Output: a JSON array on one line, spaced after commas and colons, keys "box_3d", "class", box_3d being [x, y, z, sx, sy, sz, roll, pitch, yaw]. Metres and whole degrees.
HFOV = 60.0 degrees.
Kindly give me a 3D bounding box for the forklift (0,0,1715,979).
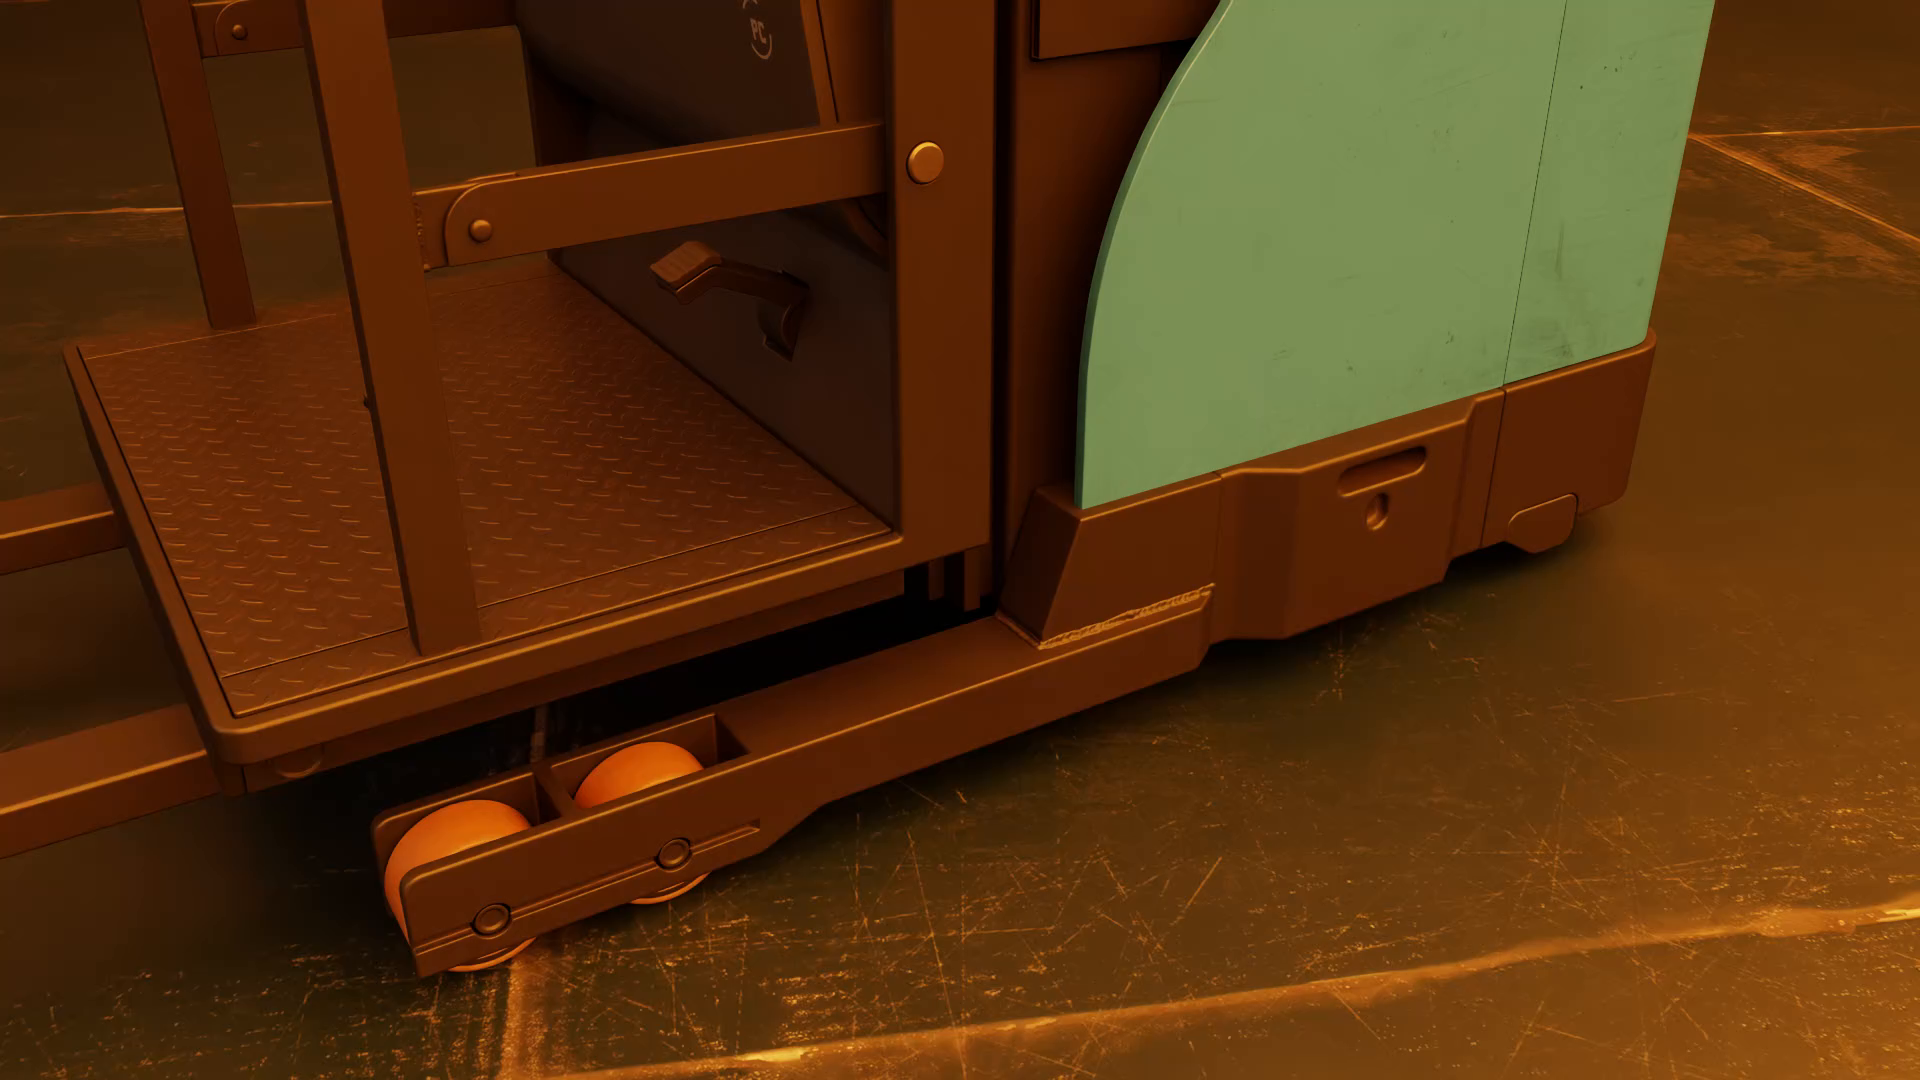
[{"box_3d": [-0.516, -1.144, 1.529, 3.031, 2.935, 1.130, -16, 32, -28], "class": "forklift"}]
